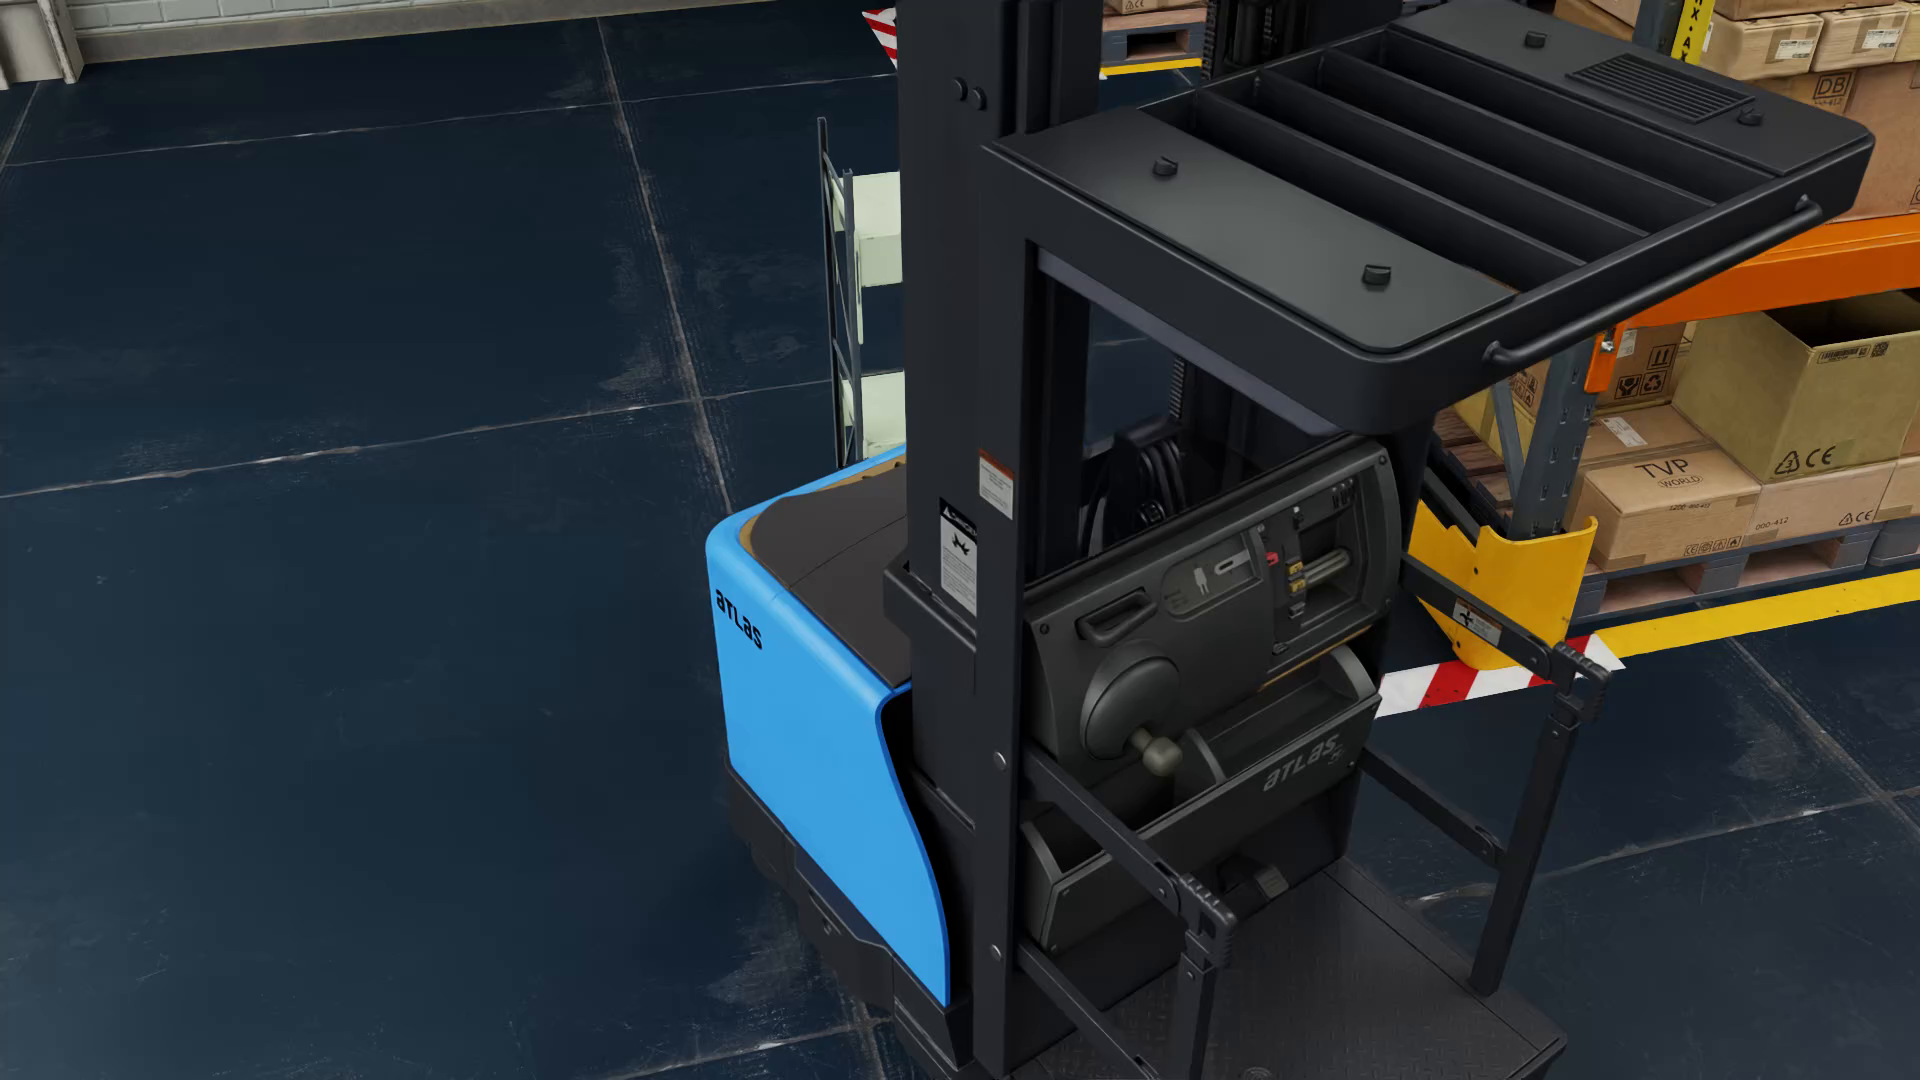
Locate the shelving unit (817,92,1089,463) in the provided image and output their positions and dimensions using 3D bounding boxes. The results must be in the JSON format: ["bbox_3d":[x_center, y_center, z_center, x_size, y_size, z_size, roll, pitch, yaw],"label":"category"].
[{"bbox_3d":[-0.006,-0.595,5.293,0.755,1.500,0.431,-9,38,-12],"label":"shelving unit"}]

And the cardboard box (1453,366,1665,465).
[{"bbox_3d":[2.078,-0.479,5.825,0.500,0.250,0.500,-9,38,-12],"label":"cardboard box"}]

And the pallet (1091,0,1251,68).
[{"bbox_3d":[1.209,-3.064,9.582,1.213,0.211,1.003,-9,38,-12],"label":"pallet"}]

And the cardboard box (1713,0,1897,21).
[{"bbox_3d":[2.143,-1.776,4.453,0.500,0.500,0.700,-9,38,-12],"label":"cardboard box"}]

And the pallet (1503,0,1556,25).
[{"bbox_3d":[3.565,-3.451,10.087,1.213,0.211,1.003,-9,38,-12],"label":"pallet"}]

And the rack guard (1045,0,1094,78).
[{"bbox_3d":[0.416,-3.071,9.353,0.348,0.500,1.175,-9,38,-12],"label":"rack guard"}]

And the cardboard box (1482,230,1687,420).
[{"bbox_3d":[2.078,-0.779,5.599,0.500,0.500,0.500,-9,38,-12],"label":"cardboard box"}]

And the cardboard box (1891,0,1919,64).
[{"bbox_3d":[2.568,-1.462,4.576,0.250,0.149,0.380,-9,38,-12],"label":"cardboard box"}]

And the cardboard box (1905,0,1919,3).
[{"bbox_3d":[2.649,-1.863,4.566,0.500,0.500,0.700,-10,39,-13],"label":"cardboard box"}]

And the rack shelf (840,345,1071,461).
[{"bbox_3d":[-0.006,-0.336,5.491,0.720,0.370,0.431,-9,38,-12],"label":"rack shelf"}]

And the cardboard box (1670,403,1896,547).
[{"bbox_3d":[2.695,-0.257,5.535,0.500,0.250,0.500,-9,38,-12],"label":"cardboard box"}]

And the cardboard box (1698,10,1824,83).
[{"bbox_3d":[2.073,-1.380,4.469,0.250,0.149,0.380,-10,38,-12],"label":"cardboard box"}]

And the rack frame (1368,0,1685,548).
[{"bbox_3d":[1.638,-1.146,4.780,0.127,3.000,1.000,-9,38,-12],"label":"rack frame"}]

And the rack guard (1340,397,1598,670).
[{"bbox_3d":[1.614,-0.150,5.534,0.348,0.500,1.175,-9,38,-12],"label":"rack guard"}]

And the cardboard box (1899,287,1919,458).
[{"bbox_3d":[3.175,-0.641,5.419,0.500,0.500,0.500,-9,38,-12],"label":"cardboard box"}]

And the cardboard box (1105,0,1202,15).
[{"bbox_3d":[1.034,-3.215,9.335,0.500,0.311,0.500,-14,39,-17],"label":"cardboard box"}]

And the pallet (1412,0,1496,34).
[{"bbox_3d":[2.385,-3.255,9.832,1.213,0.211,1.003,-9,38,-12],"label":"pallet"}]

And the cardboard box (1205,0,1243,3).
[{"bbox_3d":[1.584,-3.306,9.453,0.500,0.311,0.500,-6,38,-8],"label":"cardboard box"}]

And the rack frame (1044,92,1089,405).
[{"bbox_3d":[0.347,-0.653,5.369,0.023,1.500,0.400,-9,38,-12],"label":"rack frame"}]

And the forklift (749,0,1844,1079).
[{"bbox_3d":[0.538,0.236,3.030,1.130,2.935,3.031,-16,40,-20],"label":"forklift"}]

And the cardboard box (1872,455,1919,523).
[{"bbox_3d":[3.178,-0.336,5.638,0.500,0.250,0.500,-9,38,-12],"label":"cardboard box"}]

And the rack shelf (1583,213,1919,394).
[{"bbox_3d":[3.568,-1.178,5.413,4.000,0.370,1.077,-9,38,-12],"label":"rack shelf"}]

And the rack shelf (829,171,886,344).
[{"bbox_3d":[-0.006,-0.905,5.056,0.720,0.370,0.431,-9,38,-12],"label":"rack shelf"}]

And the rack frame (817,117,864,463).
[{"bbox_3d":[-0.360,-0.537,5.217,0.023,1.500,0.400,-9,38,-12],"label":"rack frame"}]

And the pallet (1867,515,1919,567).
[{"bbox_3d":[3.541,-0.376,6.067,1.213,0.211,1.003,-9,38,-12],"label":"pallet"}]

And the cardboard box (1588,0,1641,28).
[{"bbox_3d":[1.957,-1.616,4.778,0.250,0.149,0.380,-10,39,-13],"label":"cardboard box"}]

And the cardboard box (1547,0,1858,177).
[{"bbox_3d":[2.092,-1.253,4.836,0.500,0.500,0.700,-9,38,-12],"label":"cardboard box"}]

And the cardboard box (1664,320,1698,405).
[{"bbox_3d":[2.558,-0.566,5.938,0.500,0.250,0.500,-9,38,-12],"label":"cardboard box"}]

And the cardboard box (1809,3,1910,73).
[{"bbox_3d":[2.327,-1.423,4.525,0.250,0.149,0.380,-10,39,-13],"label":"cardboard box"}]

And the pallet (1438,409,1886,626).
[{"bbox_3d":[2.365,-0.185,5.818,1.213,0.211,1.003,-9,38,-12],"label":"pallet"}]

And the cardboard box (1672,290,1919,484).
[{"bbox_3d":[2.696,-0.554,5.305,0.500,0.500,0.500,-9,38,-12],"label":"cardboard box"}]

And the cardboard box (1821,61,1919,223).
[{"bbox_3d":[2.597,-1.339,4.949,0.500,0.500,0.700,-8,38,-11],"label":"cardboard box"}]

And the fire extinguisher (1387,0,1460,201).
[{"bbox_3d":[1.402,-1.370,5.135,0.183,0.674,0.296,-9,38,-12],"label":"fire extinguisher"}]

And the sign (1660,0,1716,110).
[{"bbox_3d":[1.777,-1.195,4.066,0.005,0.325,0.100,-9,38,-12],"label":"sign"}]

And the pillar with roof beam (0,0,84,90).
[{"bbox_3d":[-3.877,-3.577,3.020,0.400,9.000,9.100,-9,38,-12],"label":"pillar with roof beam"}]

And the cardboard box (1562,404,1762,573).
[{"bbox_3d":[2.213,-0.176,5.428,0.500,0.250,0.500,-9,38,-12],"label":"cardboard box"}]
